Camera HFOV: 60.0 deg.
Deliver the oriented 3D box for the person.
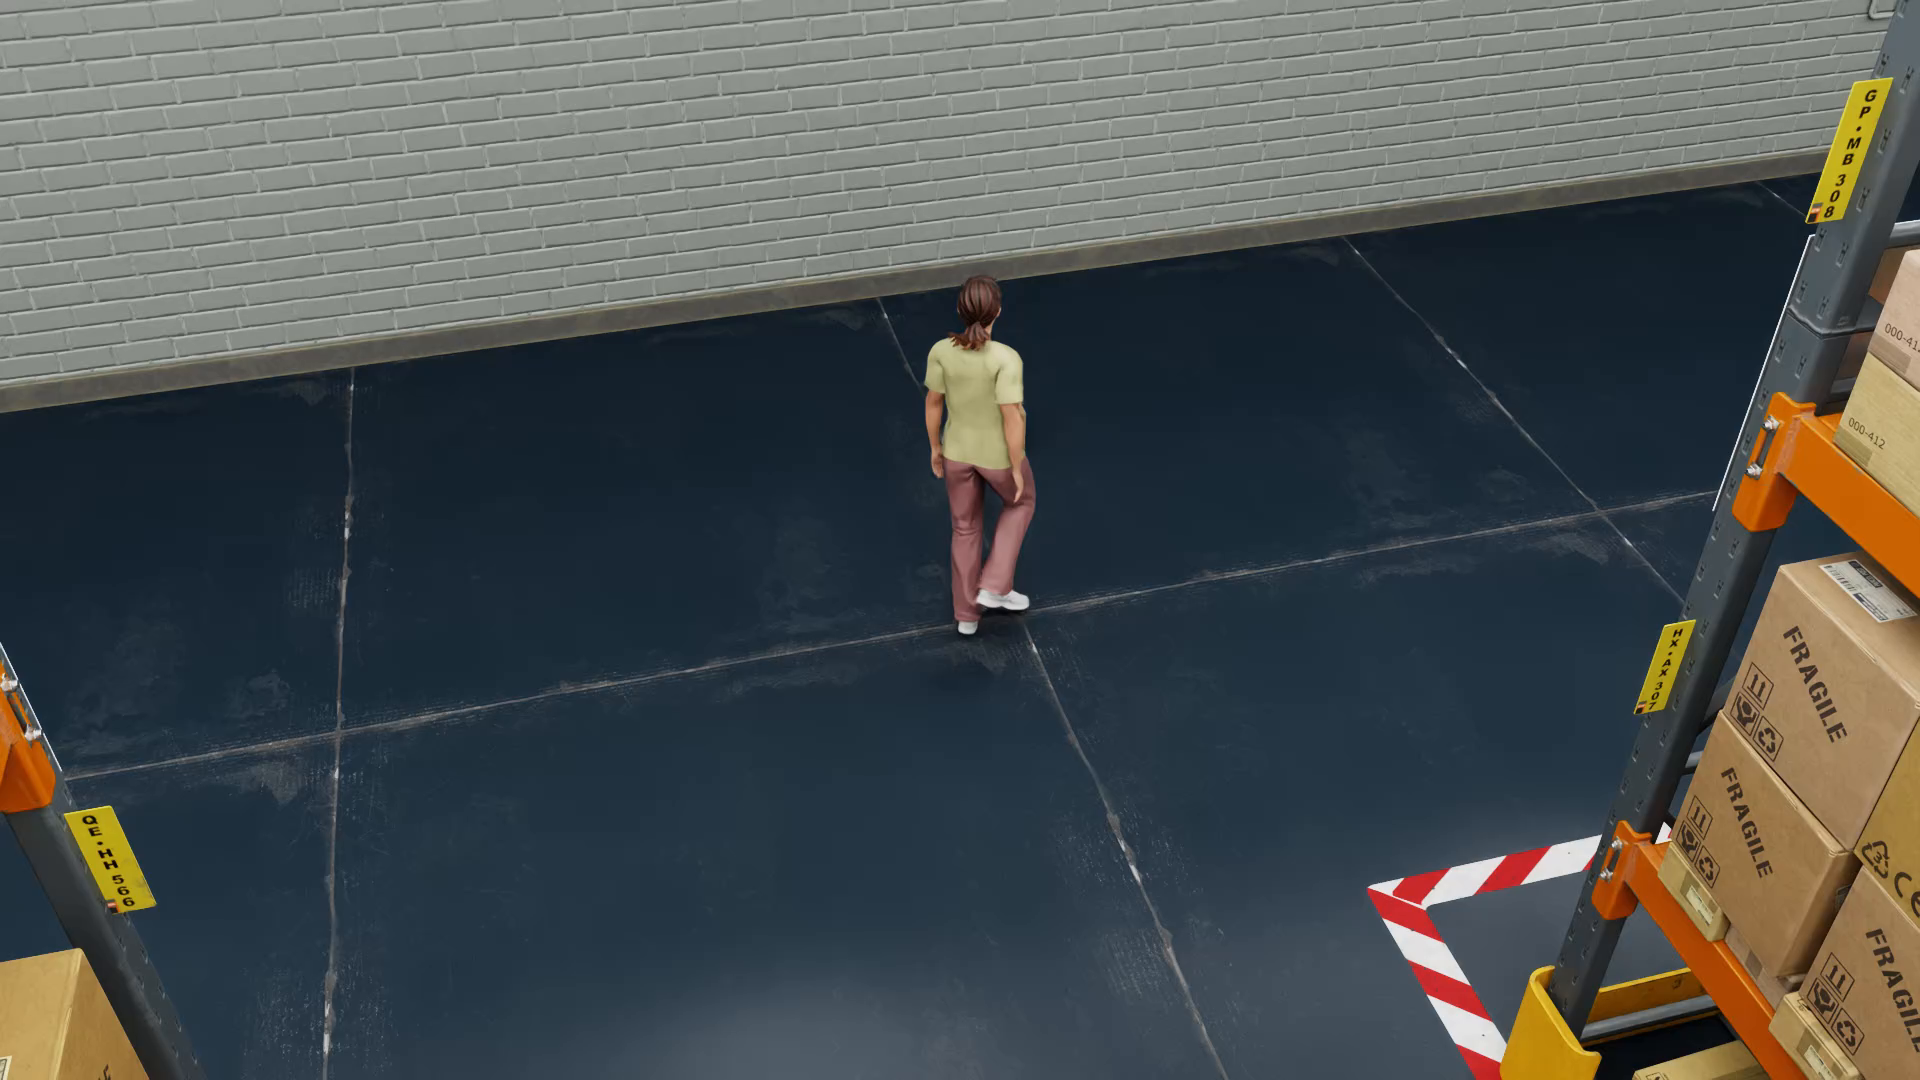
[{"bbox_3d":[0.081,-0.355,7.143,0.487,1.656,0.472,12,40,14],"label":"person"}]
